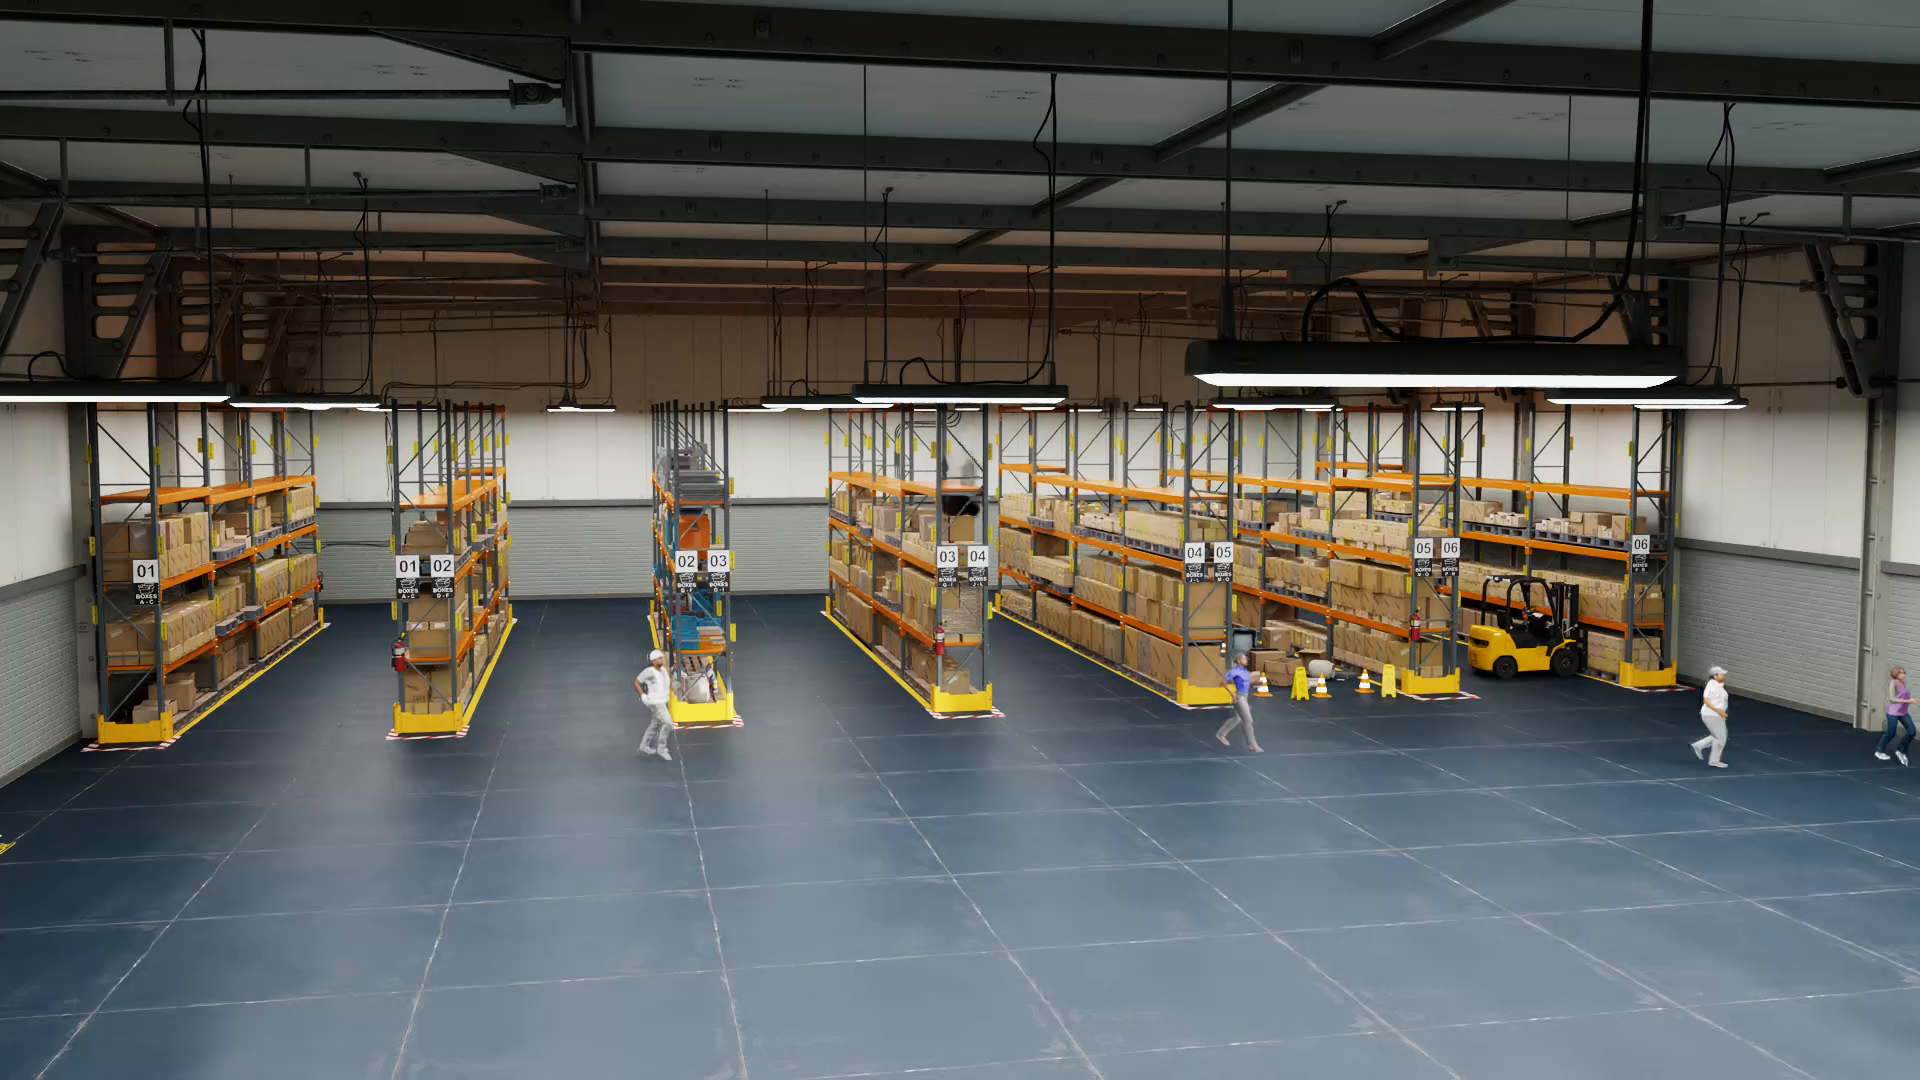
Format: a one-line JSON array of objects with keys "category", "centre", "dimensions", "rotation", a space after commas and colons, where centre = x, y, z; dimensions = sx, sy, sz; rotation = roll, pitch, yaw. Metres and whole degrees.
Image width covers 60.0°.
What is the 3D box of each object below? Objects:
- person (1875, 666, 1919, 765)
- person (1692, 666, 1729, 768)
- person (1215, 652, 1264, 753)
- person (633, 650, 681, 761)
[{"category": "person", "centre": [15.360, 2.872, 27.229], "dimensions": [0.507, 1.621, 0.682], "rotation": [-2, 5, -26]}, {"category": "person", "centre": [12.233, 2.874, 27.104], "dimensions": [0.583, 1.624, 0.628], "rotation": [3, 5, 35]}, {"category": "person", "centre": [4.761, 2.745, 28.287], "dimensions": [0.900, 1.672, 0.566], "rotation": [2, 5, 26]}, {"category": "person", "centre": [-5.021, 2.746, 27.669], "dimensions": [0.770, 1.834, 0.666], "rotation": [1, 4, 12]}]
